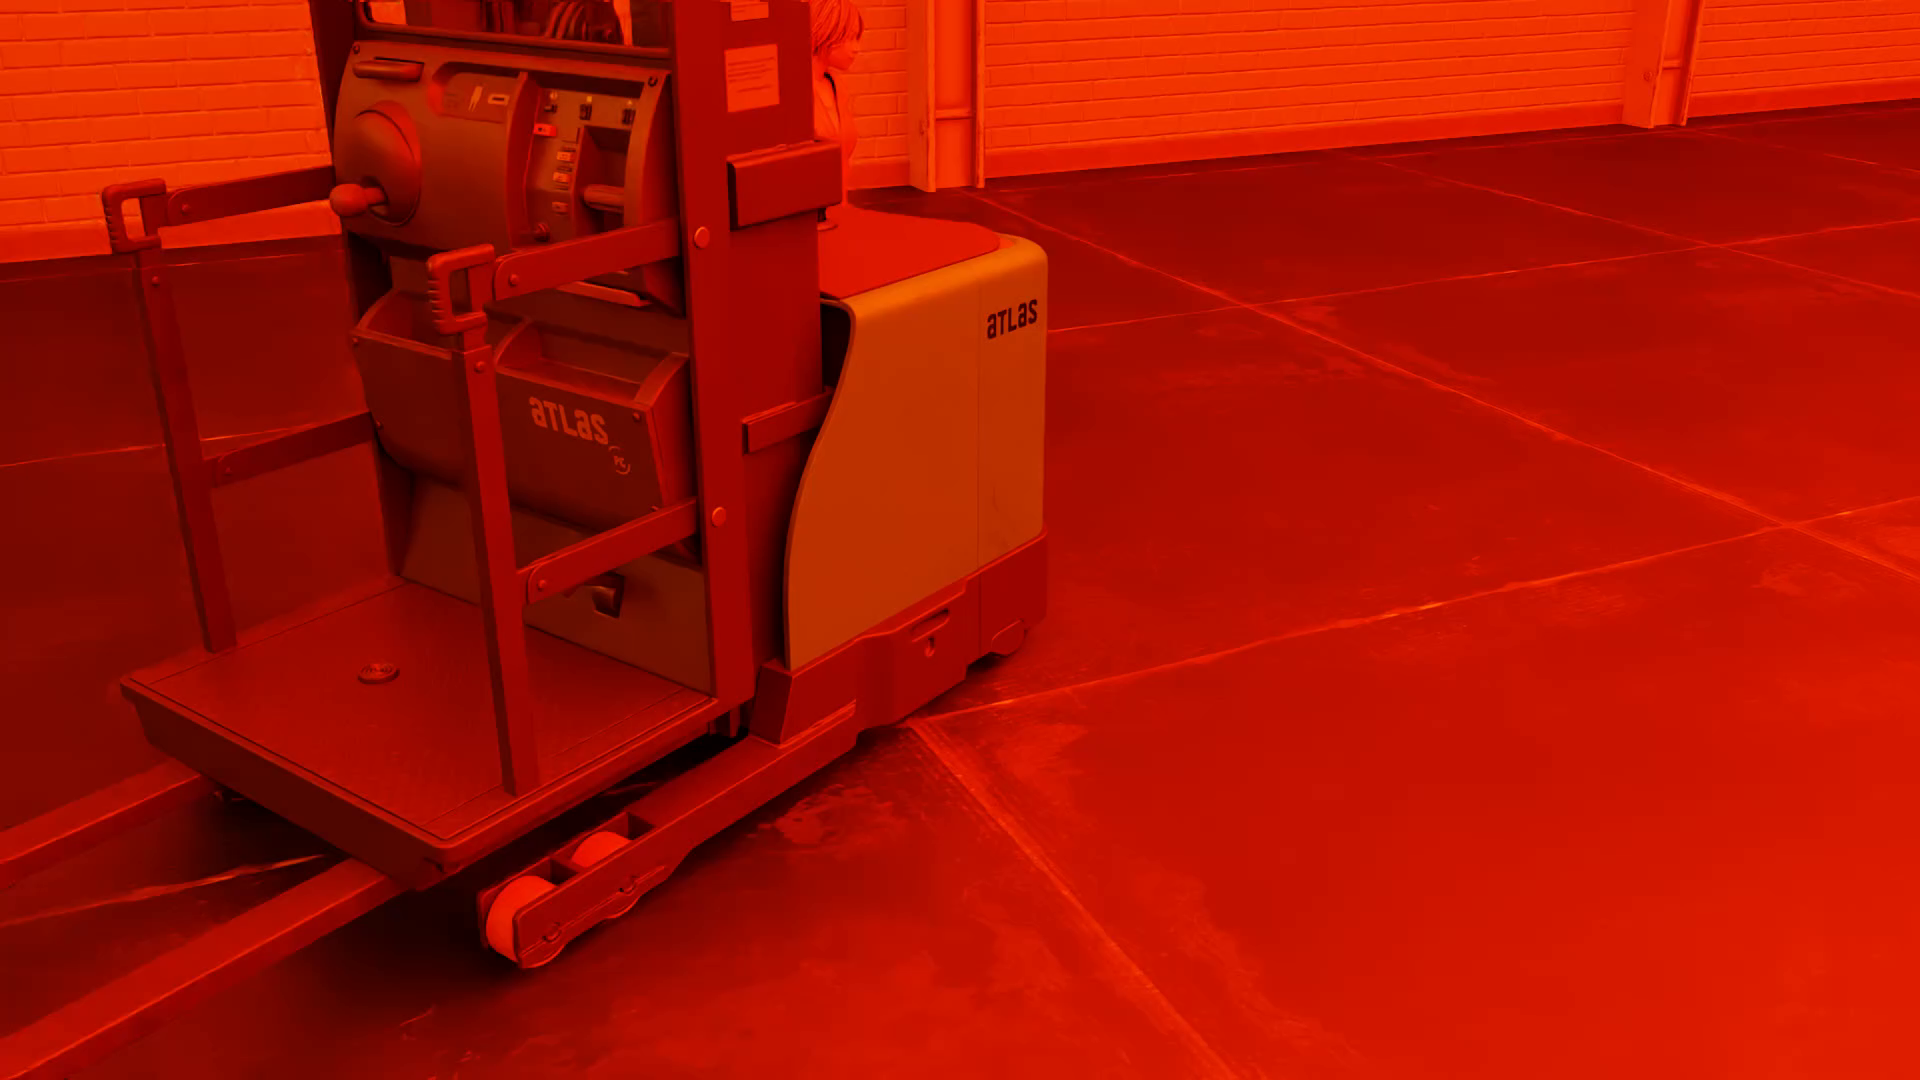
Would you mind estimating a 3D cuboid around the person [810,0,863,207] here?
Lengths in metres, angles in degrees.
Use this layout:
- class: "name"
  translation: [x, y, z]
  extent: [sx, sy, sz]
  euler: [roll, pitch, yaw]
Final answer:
- class: "person"
  translation: [-0.512, -0.983, 5.474]
  extent: [0.401, 1.570, 0.740]
  euler: [13, 26, 28]

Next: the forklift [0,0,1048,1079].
- class: "forklift"
  translation: [-1.047, -0.756, 3.106]
  extent: [1.130, 2.935, 3.031]
  euler: [16, 27, 33]
